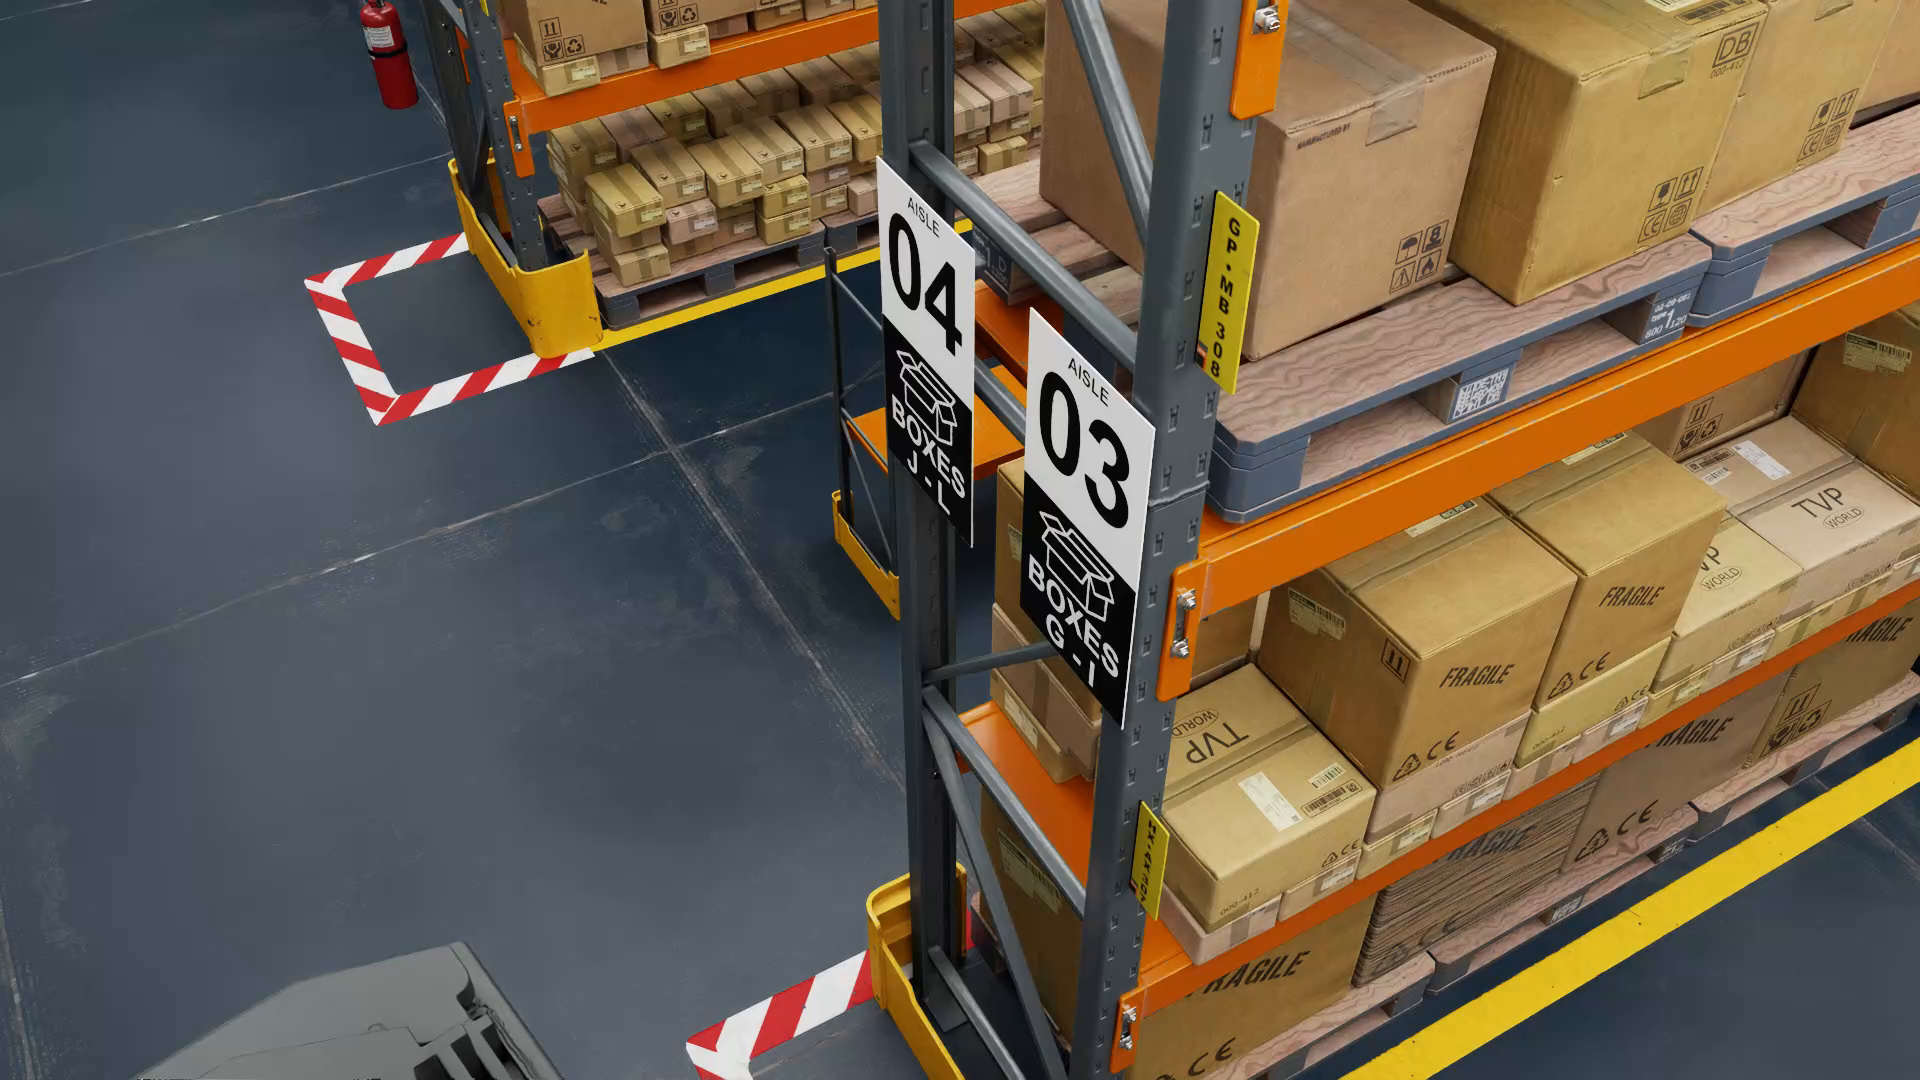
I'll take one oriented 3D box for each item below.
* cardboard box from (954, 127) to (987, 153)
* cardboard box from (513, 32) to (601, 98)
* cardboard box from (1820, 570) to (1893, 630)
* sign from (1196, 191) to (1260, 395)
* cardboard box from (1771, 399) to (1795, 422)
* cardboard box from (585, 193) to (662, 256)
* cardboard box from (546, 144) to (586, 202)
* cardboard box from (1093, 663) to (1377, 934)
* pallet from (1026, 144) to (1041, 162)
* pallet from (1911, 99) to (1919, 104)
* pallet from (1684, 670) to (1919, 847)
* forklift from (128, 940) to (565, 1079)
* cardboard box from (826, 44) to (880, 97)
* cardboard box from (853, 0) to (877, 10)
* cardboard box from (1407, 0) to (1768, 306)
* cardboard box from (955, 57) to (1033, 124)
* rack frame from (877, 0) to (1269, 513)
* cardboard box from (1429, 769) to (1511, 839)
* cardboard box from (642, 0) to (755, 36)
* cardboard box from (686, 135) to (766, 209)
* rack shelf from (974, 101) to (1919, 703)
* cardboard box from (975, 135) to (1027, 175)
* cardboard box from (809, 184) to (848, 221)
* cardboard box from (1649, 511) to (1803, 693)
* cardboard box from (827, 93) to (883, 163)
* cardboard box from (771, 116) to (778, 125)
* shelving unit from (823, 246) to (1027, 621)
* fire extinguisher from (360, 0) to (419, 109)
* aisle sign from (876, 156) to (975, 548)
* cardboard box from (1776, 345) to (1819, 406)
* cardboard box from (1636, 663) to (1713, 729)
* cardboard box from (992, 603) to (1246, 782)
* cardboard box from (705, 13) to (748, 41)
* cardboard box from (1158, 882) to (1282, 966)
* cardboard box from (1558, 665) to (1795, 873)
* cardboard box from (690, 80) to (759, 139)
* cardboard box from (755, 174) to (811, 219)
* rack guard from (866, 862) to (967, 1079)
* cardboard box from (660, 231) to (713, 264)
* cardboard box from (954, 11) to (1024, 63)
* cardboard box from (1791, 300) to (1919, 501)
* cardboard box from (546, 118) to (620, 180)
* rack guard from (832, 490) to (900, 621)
[{"bbox_3d":[-0.061,-2.233,8.858,0.250,0.149,0.380,-24,49,-23],"label":"cardboard box"},{"bbox_3d":[-1.799,-2.150,7.421,0.250,0.149,0.380,-22,48,-21],"label":"cardboard box"},{"bbox_3d":[2.615,0.068,5.136,0.250,0.149,0.380,-21,48,-20],"label":"cardboard box"},{"bbox_3d":[0.412,-0.377,2.575,0.005,0.325,0.100,-22,48,-21],"label":"sign"},{"bbox_3d":[2.637,-0.562,5.499,0.500,0.250,0.500,-22,48,-21],"label":"cardboard box"},{"bbox_3d":[-1.661,-1.587,8.192,0.250,0.149,0.380,-20,48,-19],"label":"cardboard box"},{"bbox_3d":[-1.927,-1.915,8.531,0.250,0.149,0.380,-23,49,-22],"label":"cardboard box"},{"bbox_3d":[0.691,0.648,4.252,0.500,0.250,0.500,-23,49,-22],"label":"cardboard box"},{"bbox_3d":[0.661,-2.458,9.561,1.213,0.211,1.003,-22,48,-21],"label":"pallet"},{"bbox_3d":[2.894,-1.450,4.430,1.213,0.211,1.003,-22,48,-21],"label":"pallet"},{"bbox_3d":[2.910,0.534,6.478,1.213,0.211,1.003,-22,48,-21],"label":"pallet"},{"bbox_3d":[-0.649,2.154,2.856,1.130,2.935,3.031,-30,52,-27],"label":"forklift"},{"bbox_3d":[-0.544,-2.533,8.954,0.250,0.149,0.380,-22,48,-21],"label":"cardboard box"},{"bbox_3d":[-0.471,-2.722,8.011,0.250,0.149,0.380,-20,48,-20],"label":"cardboard box"},{"bbox_3d":[1.113,-0.929,3.384,0.500,0.500,0.700,-24,49,-22],"label":"cardboard box"},{"bbox_3d":[0.180,-2.378,8.794,0.250,0.149,0.380,-24,49,-23],"label":"cardboard box"},{"bbox_3d":[0.140,-1.448,2.210,0.127,3.000,1.000,-22,48,-21],"label":"rack frame"},{"bbox_3d":[1.282,0.601,4.587,0.250,0.149,0.380,-23,48,-22],"label":"cardboard box"},{"bbox_3d":[-1.265,-2.658,7.479,0.500,0.500,0.500,-22,48,-21],"label":"cardboard box"},{"bbox_3d":[-1.158,-1.822,8.221,0.250,0.149,0.380,-22,48,-21],"label":"cardboard box"},{"bbox_3d":[1.875,-0.808,4.220,4.000,0.370,1.077,-22,48,-21],"label":"rack shelf"},{"bbox_3d":[0.158,-2.140,8.976,0.250,0.149,0.380,-22,48,-21],"label":"cardboard box"},{"bbox_3d":[-0.781,-1.841,8.668,0.250,0.149,0.380,-22,48,-21],"label":"cardboard box"},{"bbox_3d":[2.026,0.107,4.809,0.500,0.250,0.500,-23,49,-22],"label":"cardboard box"},{"bbox_3d":[-0.488,-2.112,8.520,0.250,0.149,0.380,-21,48,-20],"label":"cardboard box"},{"bbox_3d":[-1.035,-2.284,8.911,0.250,0.149,0.380,-21,48,-20],"label":"cardboard box"},{"bbox_3d":[0.066,-0.565,6.684,1.083,1.500,0.587,-22,48,-21],"label":"shelving unit"},{"bbox_3d":[-2.691,-2.355,7.776,0.183,0.674,0.296,-22,48,-21],"label":"fire extinguisher"},{"bbox_3d":[-0.071,-0.384,3.555,0.004,0.787,0.394,-22,48,-21],"label":"aisle sign"},{"bbox_3d":[2.635,-0.827,5.234,0.500,0.500,0.500,-22,48,-21],"label":"cardboard box"},{"bbox_3d":[1.946,0.336,4.859,0.250,0.149,0.380,-23,49,-22],"label":"cardboard box"},{"bbox_3d":[0.428,0.323,4.587,0.500,0.250,0.500,-23,48,-22],"label":"cardboard box"},{"bbox_3d":[-1.182,-2.497,7.779,0.250,0.149,0.380,-20,47,-19],"label":"cardboard box"},{"bbox_3d":[0.613,0.871,4.309,0.250,0.149,0.380,-21,48,-21],"label":"cardboard box"},{"bbox_3d":[2.216,0.422,5.815,0.875,0.875,0.875,-22,48,-21],"label":"cardboard box"},{"bbox_3d":[-1.246,-2.274,8.687,0.250,0.149,0.380,-24,49,-22],"label":"cardboard box"},{"bbox_3d":[-0.950,-1.809,8.422,0.250,0.149,0.380,-20,48,-20],"label":"cardboard box"},{"bbox_3d":[0.120,1.610,5.161,0.348,0.500,1.175,-22,48,-21],"label":"rack guard"},{"bbox_3d":[-1.443,-1.582,8.401,0.250,0.149,0.380,-22,48,-21],"label":"cardboard box"},{"bbox_3d":[0.146,-2.779,9.207,0.250,0.149,0.380,-23,49,-22],"label":"cardboard box"},{"bbox_3d":[2.907,-0.513,4.910,0.500,0.500,0.500,-21,48,-21],"label":"cardboard box"},{"bbox_3d":[-1.910,-2.003,8.408,0.250,0.149,0.380,-21,48,-20],"label":"cardboard box"},{"bbox_3d":[-0.366,0.057,6.942,0.087,0.250,0.587,-22,48,-21],"label":"rack guard"}]
